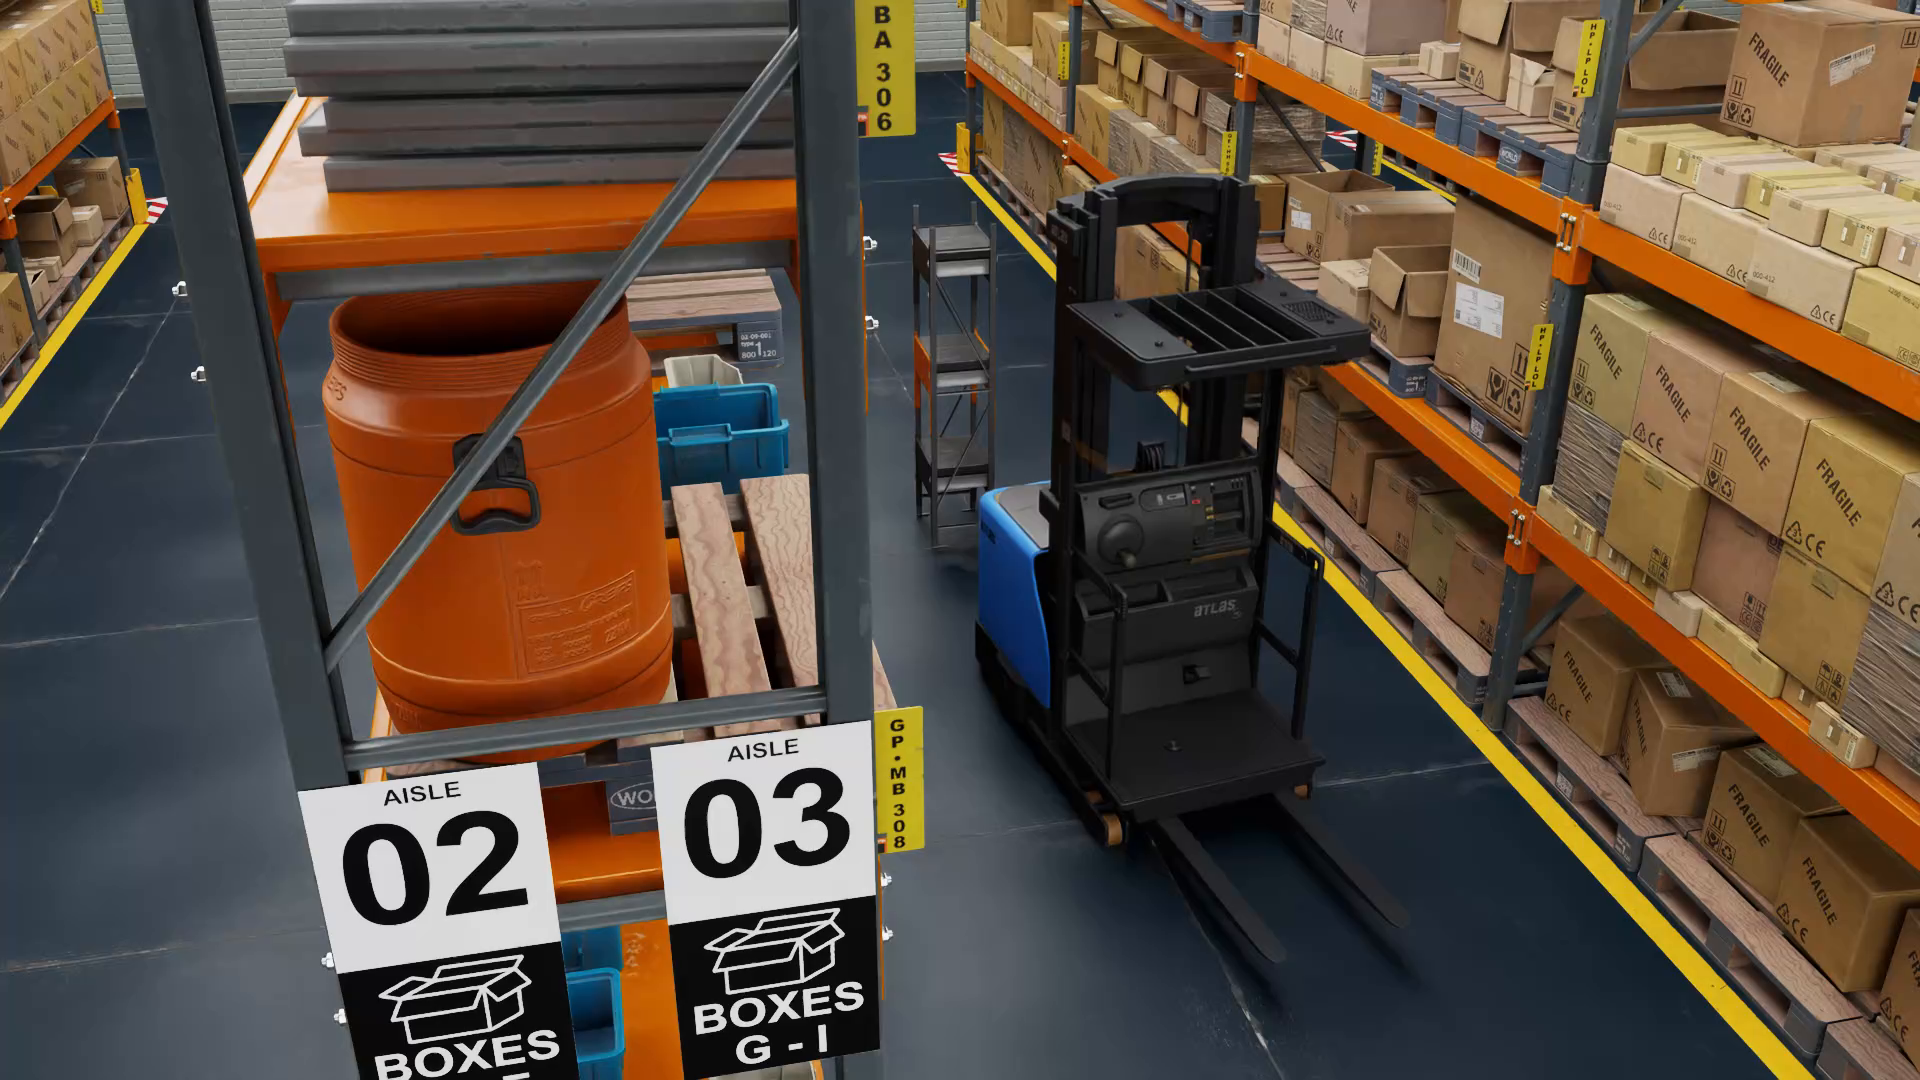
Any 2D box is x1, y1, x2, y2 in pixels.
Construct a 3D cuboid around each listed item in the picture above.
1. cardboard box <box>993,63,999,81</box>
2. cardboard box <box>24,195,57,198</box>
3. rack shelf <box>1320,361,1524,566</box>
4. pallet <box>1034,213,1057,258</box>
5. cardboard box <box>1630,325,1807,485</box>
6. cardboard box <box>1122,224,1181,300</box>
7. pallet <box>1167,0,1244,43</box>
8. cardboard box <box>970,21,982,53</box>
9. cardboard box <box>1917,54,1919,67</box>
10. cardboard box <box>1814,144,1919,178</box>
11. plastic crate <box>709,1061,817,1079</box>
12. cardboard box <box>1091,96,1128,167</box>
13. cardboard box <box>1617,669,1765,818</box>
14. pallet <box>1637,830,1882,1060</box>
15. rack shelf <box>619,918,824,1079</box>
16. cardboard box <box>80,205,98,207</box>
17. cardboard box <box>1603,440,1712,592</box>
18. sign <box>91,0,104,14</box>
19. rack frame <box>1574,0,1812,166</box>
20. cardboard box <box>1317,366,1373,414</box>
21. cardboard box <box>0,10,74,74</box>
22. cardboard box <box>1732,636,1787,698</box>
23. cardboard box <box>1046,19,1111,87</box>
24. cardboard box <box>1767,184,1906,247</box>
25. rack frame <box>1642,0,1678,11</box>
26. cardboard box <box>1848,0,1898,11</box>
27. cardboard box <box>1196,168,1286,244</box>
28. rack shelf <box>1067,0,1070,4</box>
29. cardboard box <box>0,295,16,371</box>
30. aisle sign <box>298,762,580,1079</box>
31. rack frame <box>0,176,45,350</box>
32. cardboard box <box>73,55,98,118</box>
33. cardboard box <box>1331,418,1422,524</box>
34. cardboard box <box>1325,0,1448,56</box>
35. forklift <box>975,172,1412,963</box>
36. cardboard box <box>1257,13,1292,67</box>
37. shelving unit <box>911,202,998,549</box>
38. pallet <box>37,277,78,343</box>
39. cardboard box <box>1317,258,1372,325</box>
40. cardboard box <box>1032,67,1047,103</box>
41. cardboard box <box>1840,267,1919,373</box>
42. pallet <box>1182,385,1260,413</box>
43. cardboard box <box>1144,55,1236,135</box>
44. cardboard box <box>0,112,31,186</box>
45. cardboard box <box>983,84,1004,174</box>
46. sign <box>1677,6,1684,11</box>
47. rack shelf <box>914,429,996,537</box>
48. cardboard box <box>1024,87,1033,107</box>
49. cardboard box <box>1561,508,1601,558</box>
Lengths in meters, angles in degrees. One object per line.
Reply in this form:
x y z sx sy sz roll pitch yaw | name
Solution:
0.556 -4.917 17.441 0.380 0.149 0.250 -6 27 -13 | cardboard box
-9.329 -3.370 16.773 0.380 0.149 0.250 -6 27 -12 | cardboard box
2.818 -0.958 10.117 1.077 0.370 4.000 -6 27 -12 | rack shelf
1.370 -3.010 16.479 1.003 0.211 1.213 -6 27 -12 | pallet
3.236 -0.582 7.024 0.500 0.500 0.500 -6 27 -12 | cardboard box
2.038 -2.093 13.460 1.225 0.875 0.875 -6 27 -11 | cardboard box
2.170 -3.689 11.611 1.213 0.211 1.003 -5 27 -9 | pallet
0.409 -5.497 18.148 0.500 0.250 0.500 -7 28 -13 | cardboard box
10.646 -5.367 17.943 0.500 0.500 0.500 -7 28 -13 | cardboard box
3.735 -1.510 6.808 0.380 0.149 0.250 -7 28 -14 | cardboard box
-0.544 1.550 4.643 0.298 0.136 0.250 -6 27 -12 | plastic crate
1.440 -3.510 14.264 0.500 0.500 0.500 -6 27 -12 | cardboard box
3.456 0.958 7.832 0.500 0.500 0.500 2 27 5 | cardboard box
3.733 1.672 7.204 1.003 0.211 1.213 -6 27 -12 | pallet
-1.106 1.301 5.642 1.077 0.370 4.000 -6 27 -12 | rack shelf
-8.722 -3.196 16.409 0.380 0.166 0.250 -6 27 -12 | cardboard box
3.388 -0.152 7.280 0.875 0.500 0.500 -6 27 -12 | cardboard box
-8.543 -5.370 16.425 0.100 0.325 0.005 -6 27 -12 | sign
3.268 -3.079 6.864 1.000 3.000 0.127 -6 27 -12 | rack frame
2.677 -1.049 10.954 0.500 0.250 0.500 -3 27 -6 | cardboard box
-8.484 -4.539 15.194 0.500 0.500 0.500 -5 27 -10 | cardboard box
3.375 0.493 6.723 0.380 0.149 0.250 -6 27 -12 | cardboard box
1.101 -4.488 15.318 0.500 0.500 0.500 -5 27 -10 | cardboard box
3.280 -1.217 6.227 0.380 0.149 0.250 -6 27 -13 | cardboard box
6.321 -4.372 16.084 1.000 3.000 0.127 -6 27 -12 | rack frame
6.846 -4.225 12.352 0.500 0.500 0.500 -6 27 -12 | cardboard box
2.014 -2.393 12.051 0.500 0.500 0.500 -5 27 -10 | cardboard box
1.015 -5.809 16.399 1.077 0.370 4.000 -6 27 -12 | rack shelf
-7.693 -1.584 12.845 0.500 0.500 0.500 -6 27 -11 | cardboard box
-0.929 0.759 3.032 0.394 0.787 0.004 -6 27 -12 | aisle sign
-8.187 -2.909 13.184 1.000 3.000 0.127 -6 27 -12 | rack frame
-8.602 -4.313 15.855 0.500 0.500 0.500 -6 27 -11 | cardboard box
2.809 -0.455 10.608 0.700 0.500 0.500 -4 27 -7 | cardboard box
2.453 -3.088 9.545 0.500 0.500 0.500 -7 28 -13 | cardboard box
1.074 -0.067 7.631 1.130 2.935 3.031 -9 28 -18 | forklift
2.225 -3.197 10.593 0.500 0.250 0.500 -5 27 -11 | cardboard box
-0.037 -1.010 10.421 0.431 2.100 0.503 -6 27 -12 | shelving unit
-8.341 -1.965 14.410 1.003 0.211 1.213 -6 27 -12 | pallet
2.521 -1.518 10.130 0.500 0.250 0.500 -7 28 -13 | cardboard box
0.991 -4.373 15.921 0.500 0.250 0.500 -5 27 -10 | cardboard box
3.473 -0.768 5.780 0.500 0.250 0.500 -6 27 -12 | cardboard box
2.263 -1.266 13.024 1.003 0.211 1.213 -6 27 -12 | pallet
1.916 -3.552 13.235 0.797 0.503 0.637 -5 27 -10 | cardboard box
-8.036 -3.205 13.660 0.500 0.500 0.500 -5 27 -10 | cardboard box
0.786 -4.635 18.496 0.875 0.875 0.875 -6 27 -12 | cardboard box
6.861 -4.947 15.938 0.100 0.325 0.005 -6 27 -12 | sign
-0.037 -0.373 10.742 0.431 0.518 0.480 -6 27 -12 | rack shelf
0.845 -4.353 16.325 0.380 0.149 0.250 -5 27 -11 | cardboard box
3.067 -0.053 7.805 0.380 0.149 0.250 -6 27 -12 | cardboard box
